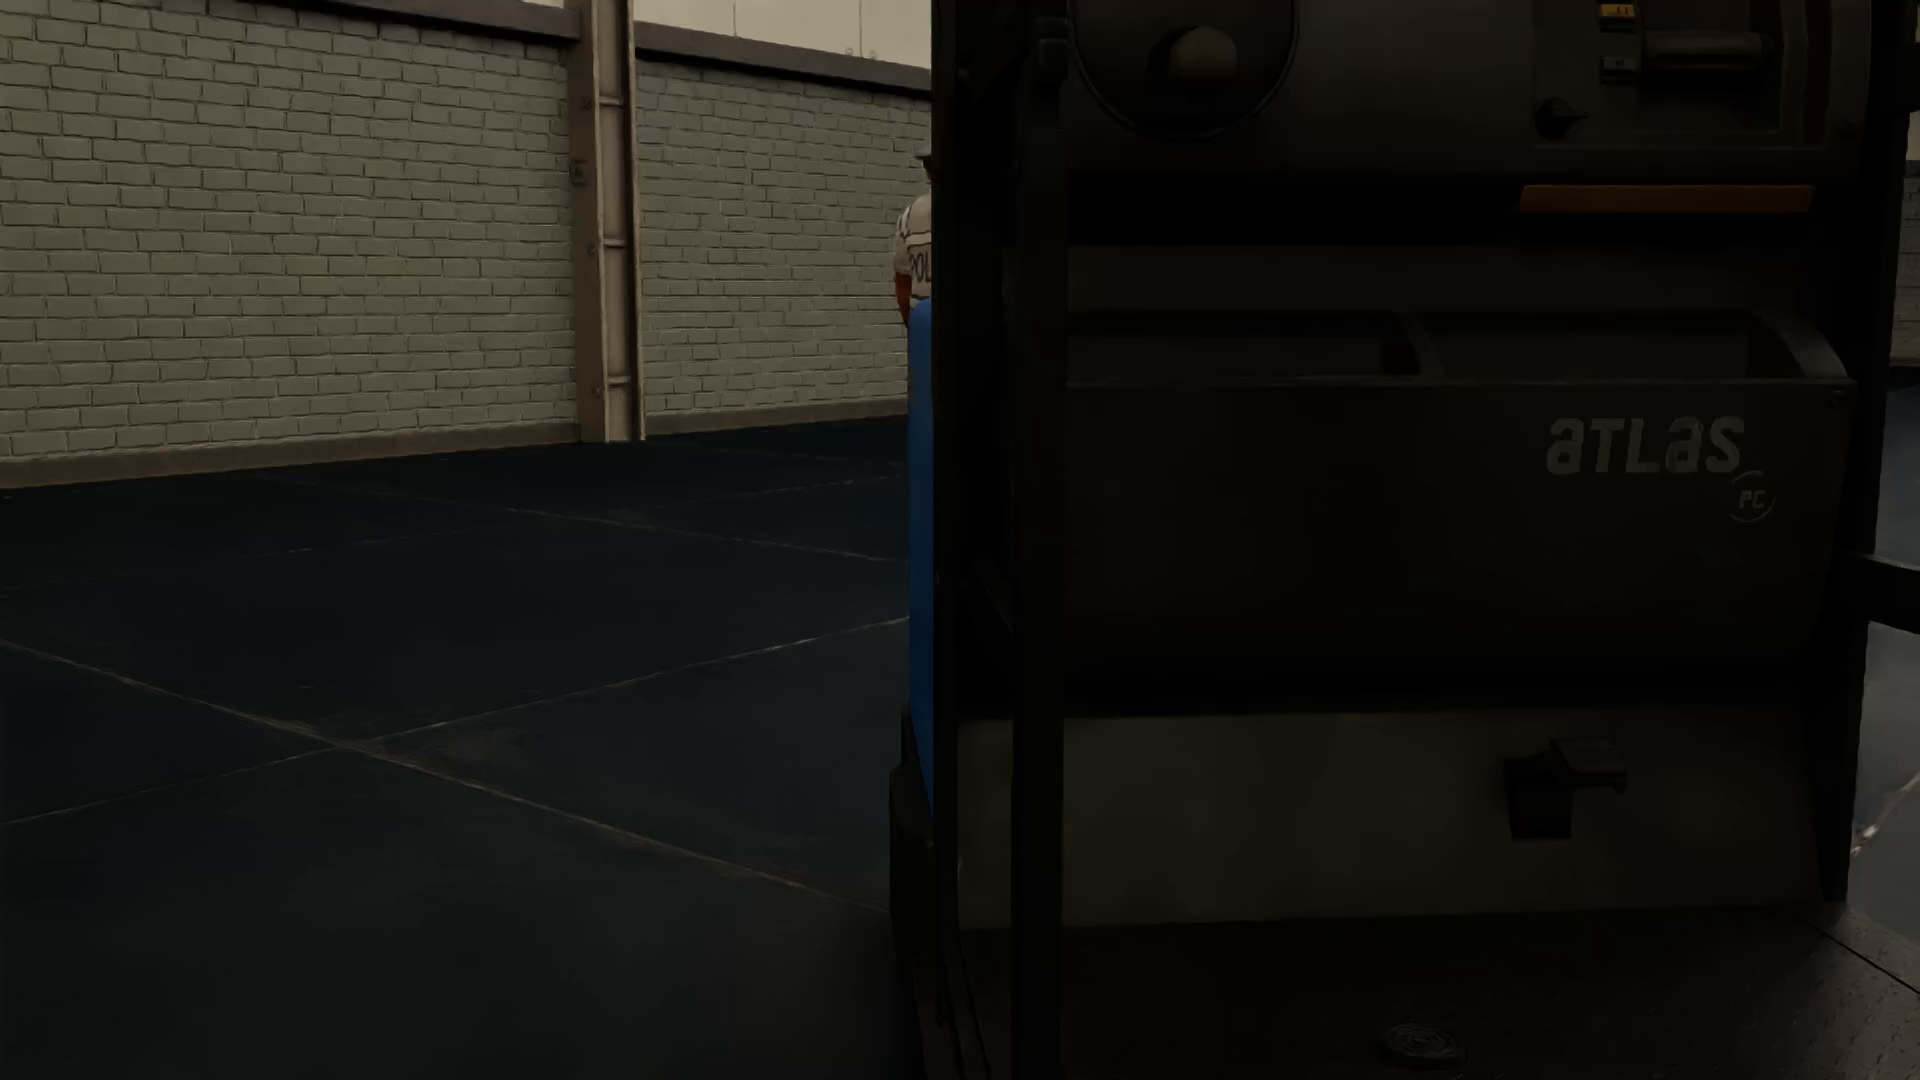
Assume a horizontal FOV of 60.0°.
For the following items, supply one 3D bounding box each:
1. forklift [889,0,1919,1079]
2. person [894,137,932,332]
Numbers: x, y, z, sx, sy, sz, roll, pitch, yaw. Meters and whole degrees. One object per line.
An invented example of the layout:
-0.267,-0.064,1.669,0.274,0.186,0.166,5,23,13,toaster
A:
0.533,-0.628,1.573,1.130,2.935,3.031,-1,8,-5,forklift
0.058,-0.897,7.327,0.640,1.781,0.574,7,11,38,person
